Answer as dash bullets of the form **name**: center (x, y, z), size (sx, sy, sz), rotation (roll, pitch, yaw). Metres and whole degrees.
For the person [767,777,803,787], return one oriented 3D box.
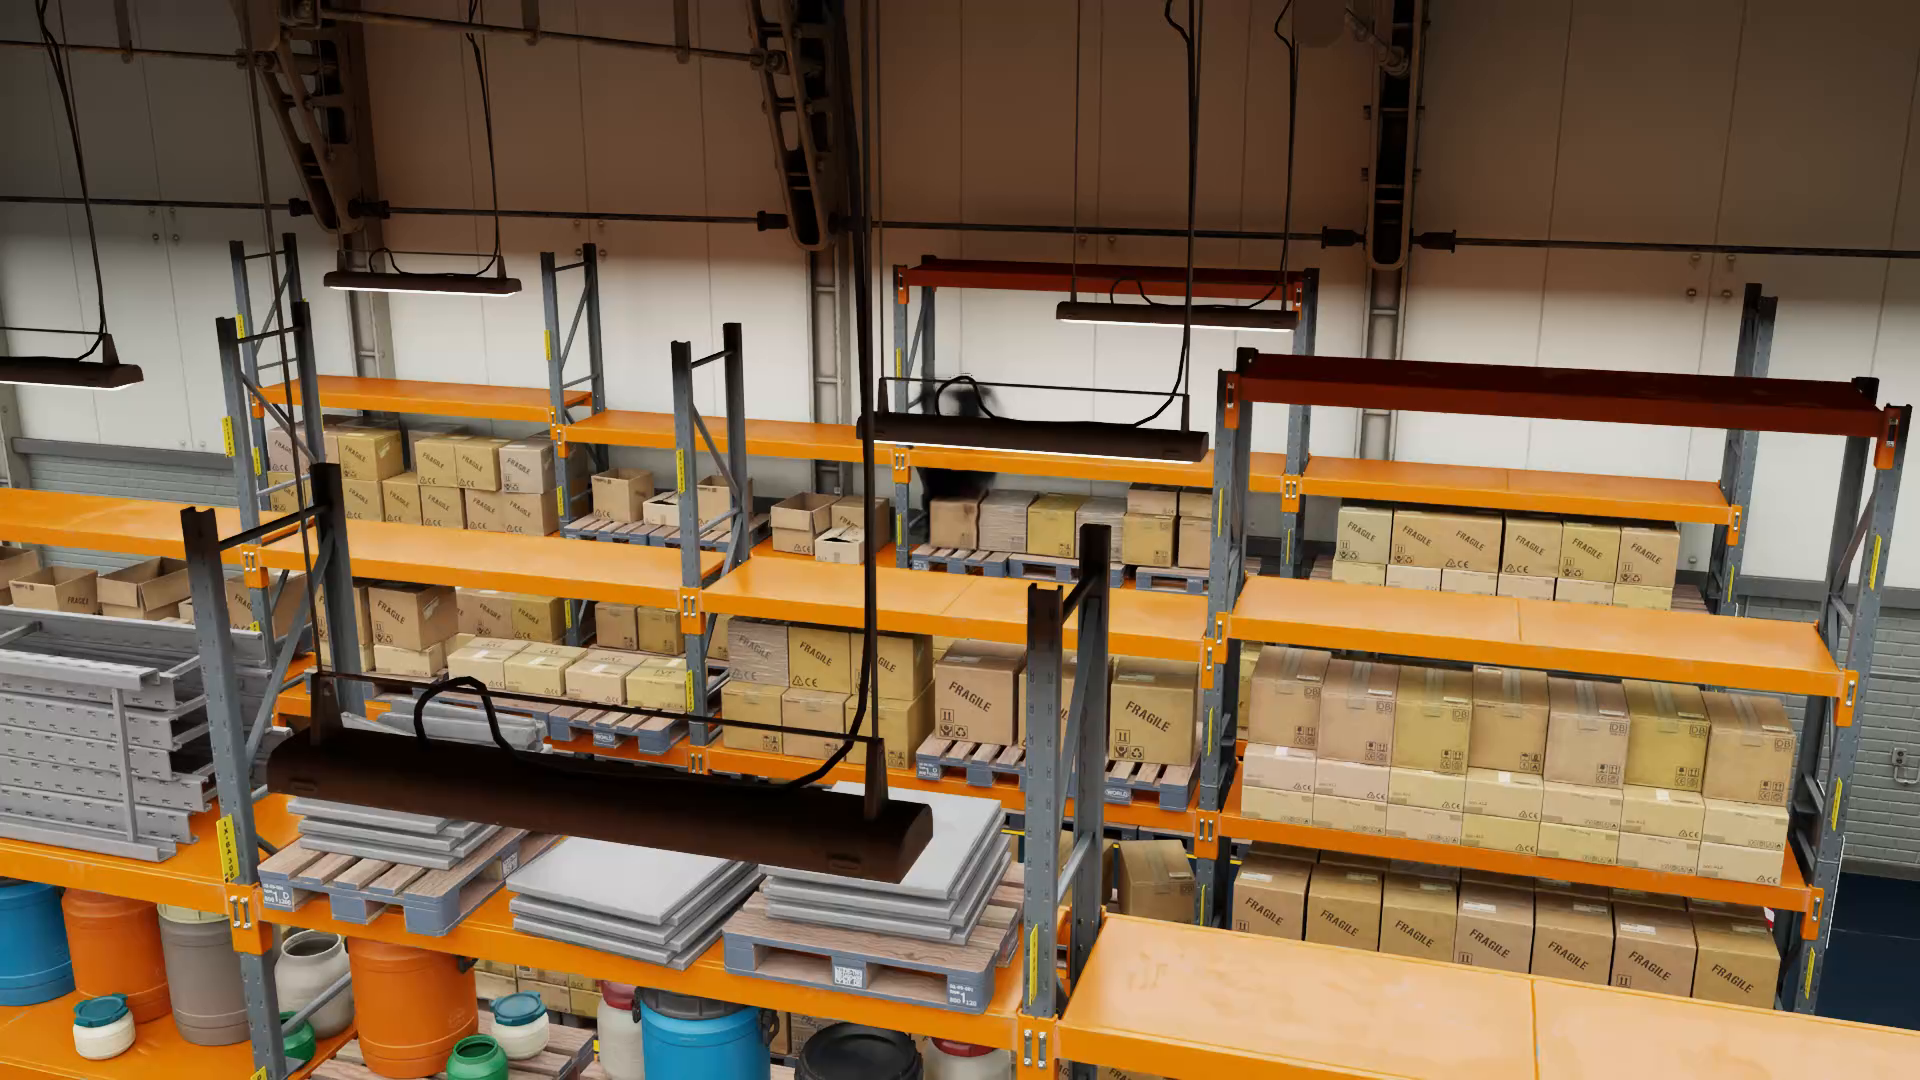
- **person**: center (-1.681, 2.649, 16.505), size (0.831, 1.721, 0.566), rotation (2, 16, 8)
